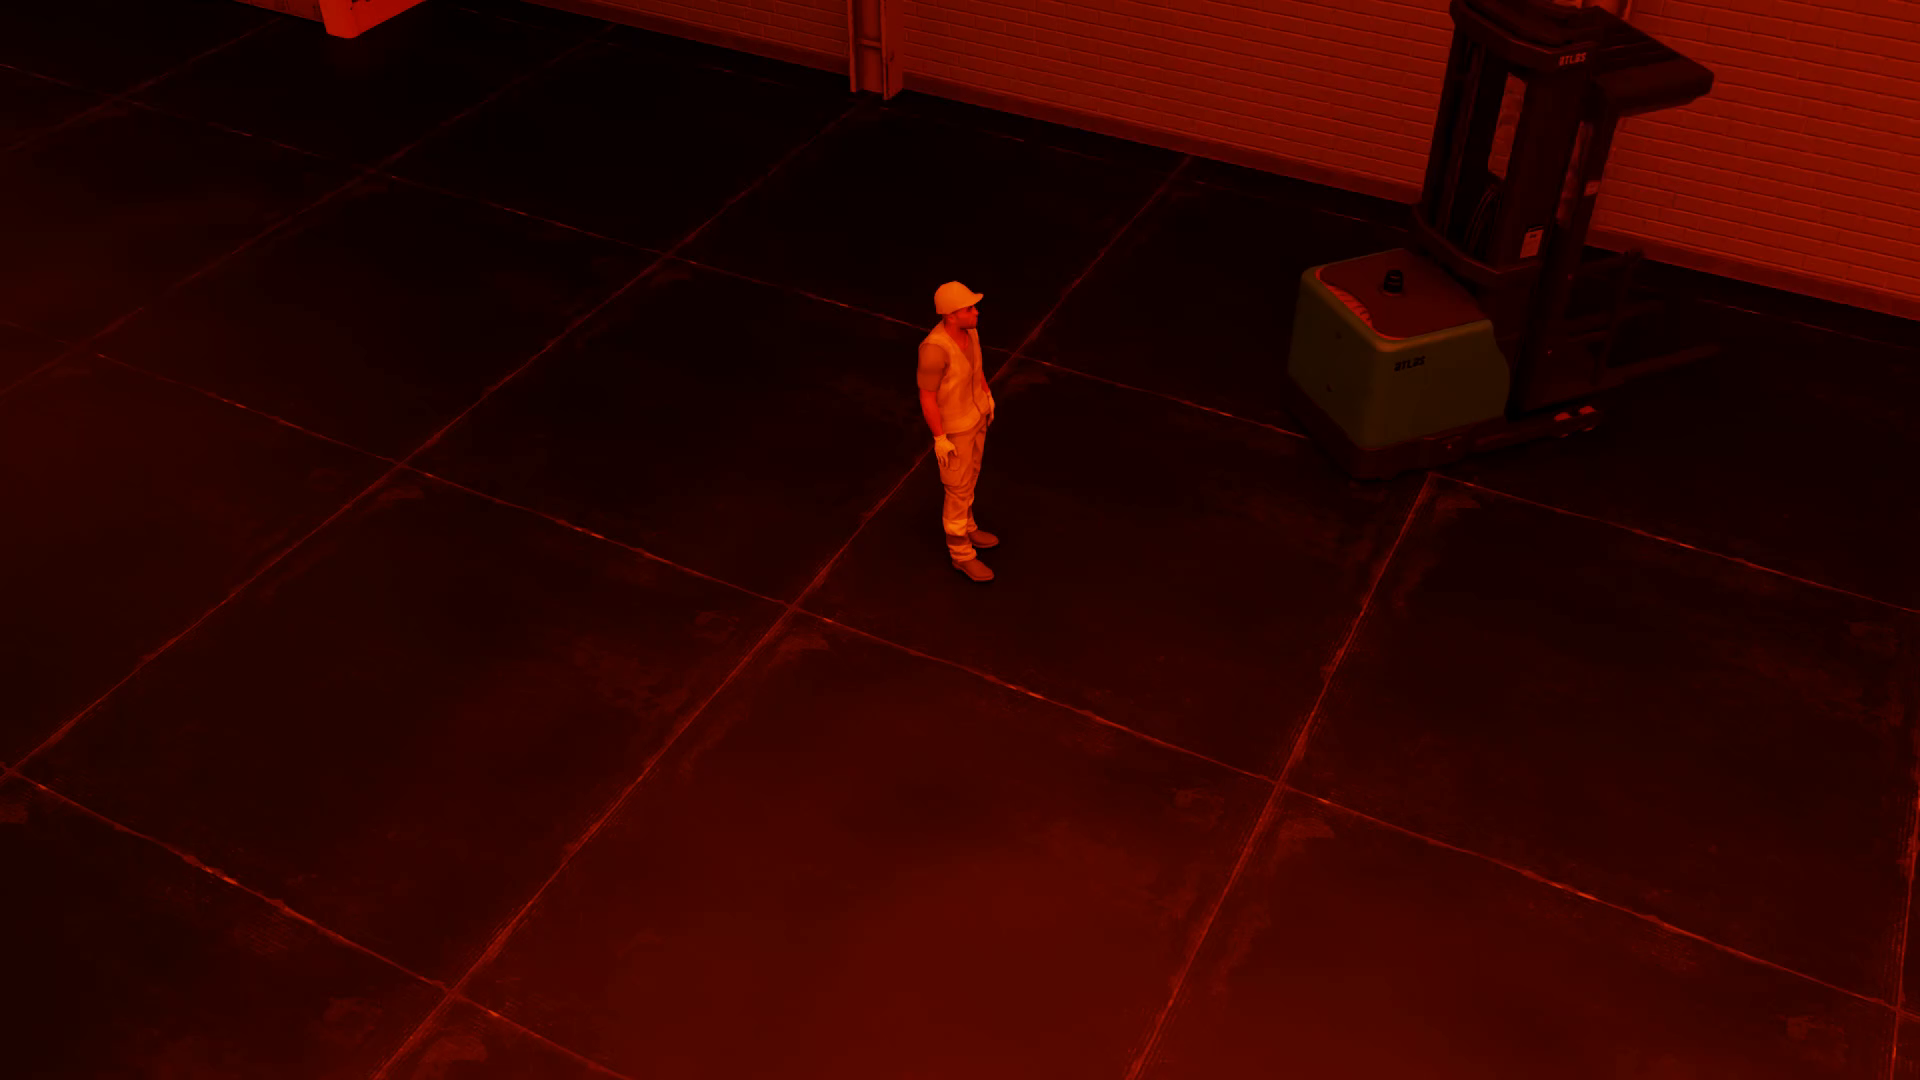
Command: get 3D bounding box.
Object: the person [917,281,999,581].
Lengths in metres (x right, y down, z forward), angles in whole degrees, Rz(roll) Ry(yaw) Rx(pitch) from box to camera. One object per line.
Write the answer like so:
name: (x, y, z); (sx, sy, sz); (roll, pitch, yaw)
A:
person: (0.066, -0.659, 9.644); (0.562, 1.790, 0.637); (18, 43, 21)

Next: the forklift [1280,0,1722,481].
forklift: (3.738, -2.105, 10.486); (3.031, 2.935, 1.130); (-15, 42, -17)
